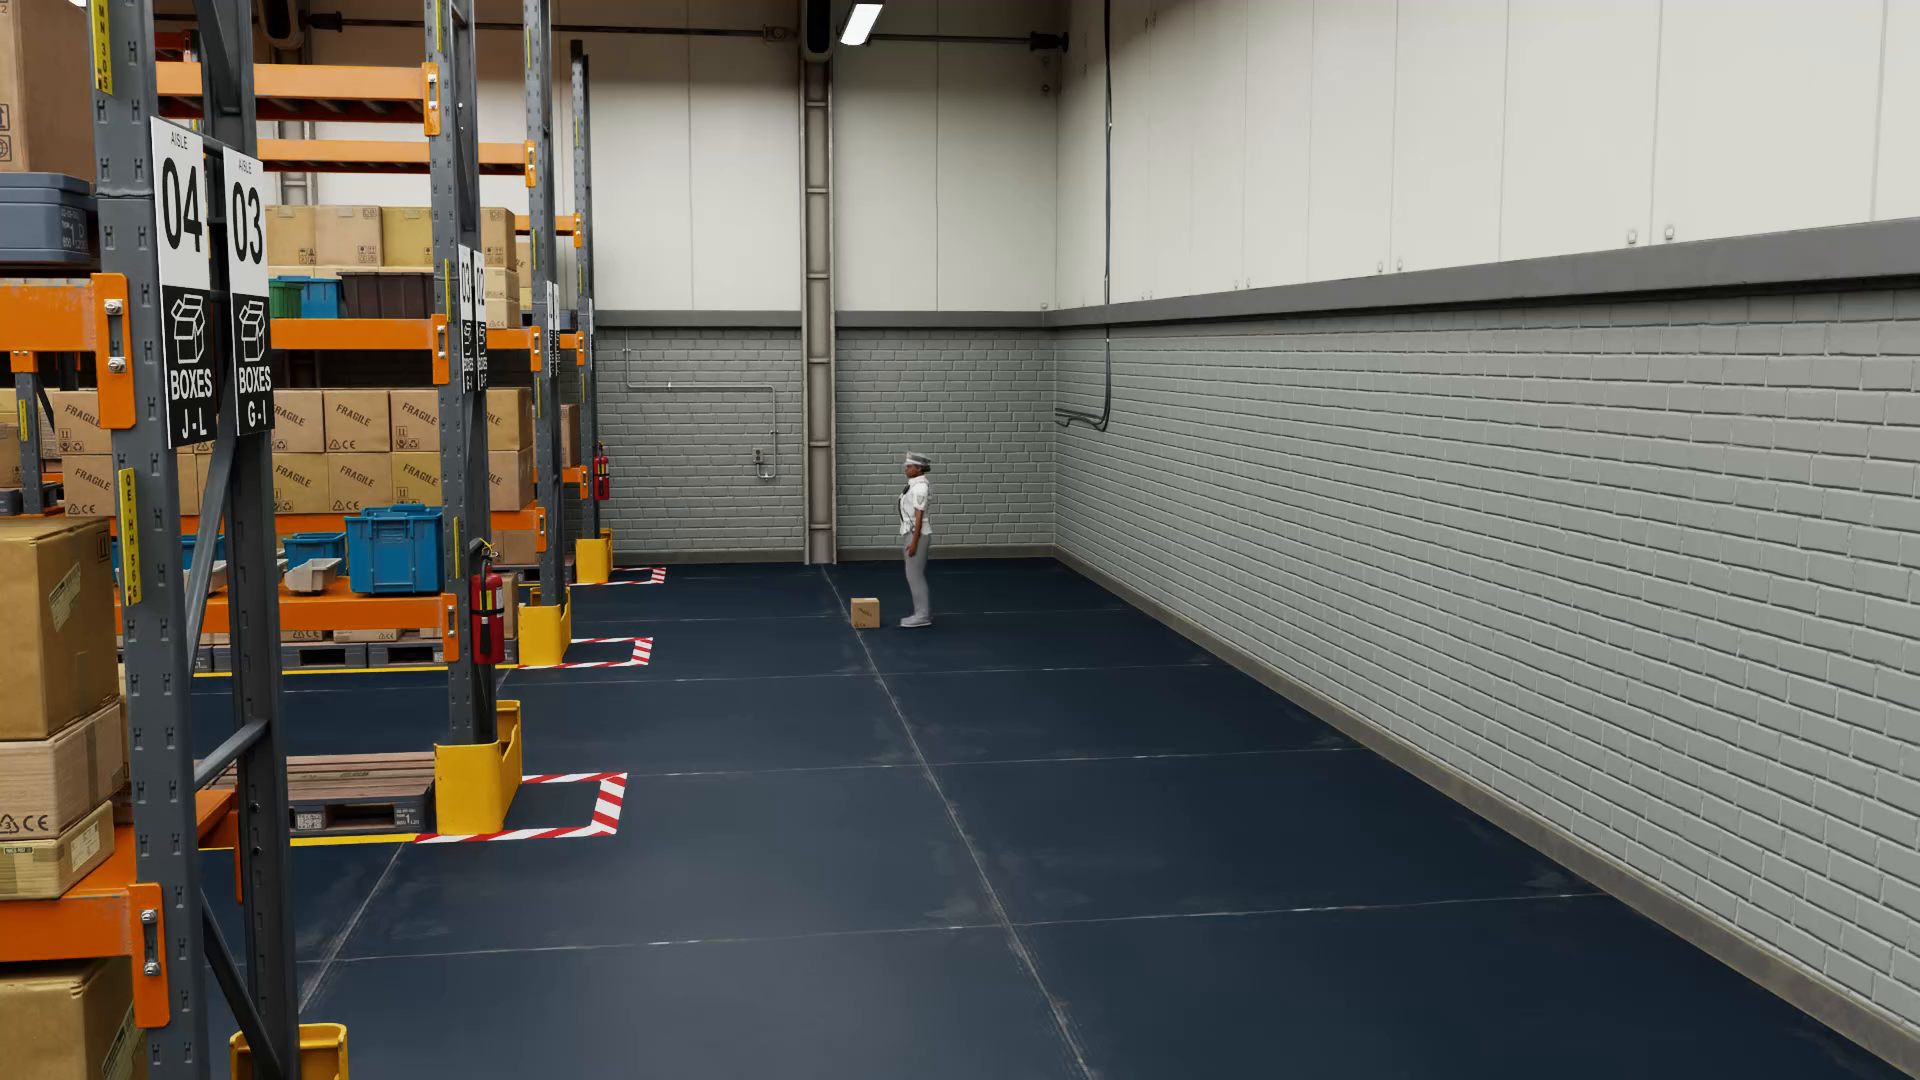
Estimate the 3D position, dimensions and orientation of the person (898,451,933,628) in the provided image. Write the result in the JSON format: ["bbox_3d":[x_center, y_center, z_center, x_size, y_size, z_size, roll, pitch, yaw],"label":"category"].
[{"bbox_3d":[-0.431,-0.006,15.891,0.341,1.682,0.439,-1,7,-7],"label":"person"}]
